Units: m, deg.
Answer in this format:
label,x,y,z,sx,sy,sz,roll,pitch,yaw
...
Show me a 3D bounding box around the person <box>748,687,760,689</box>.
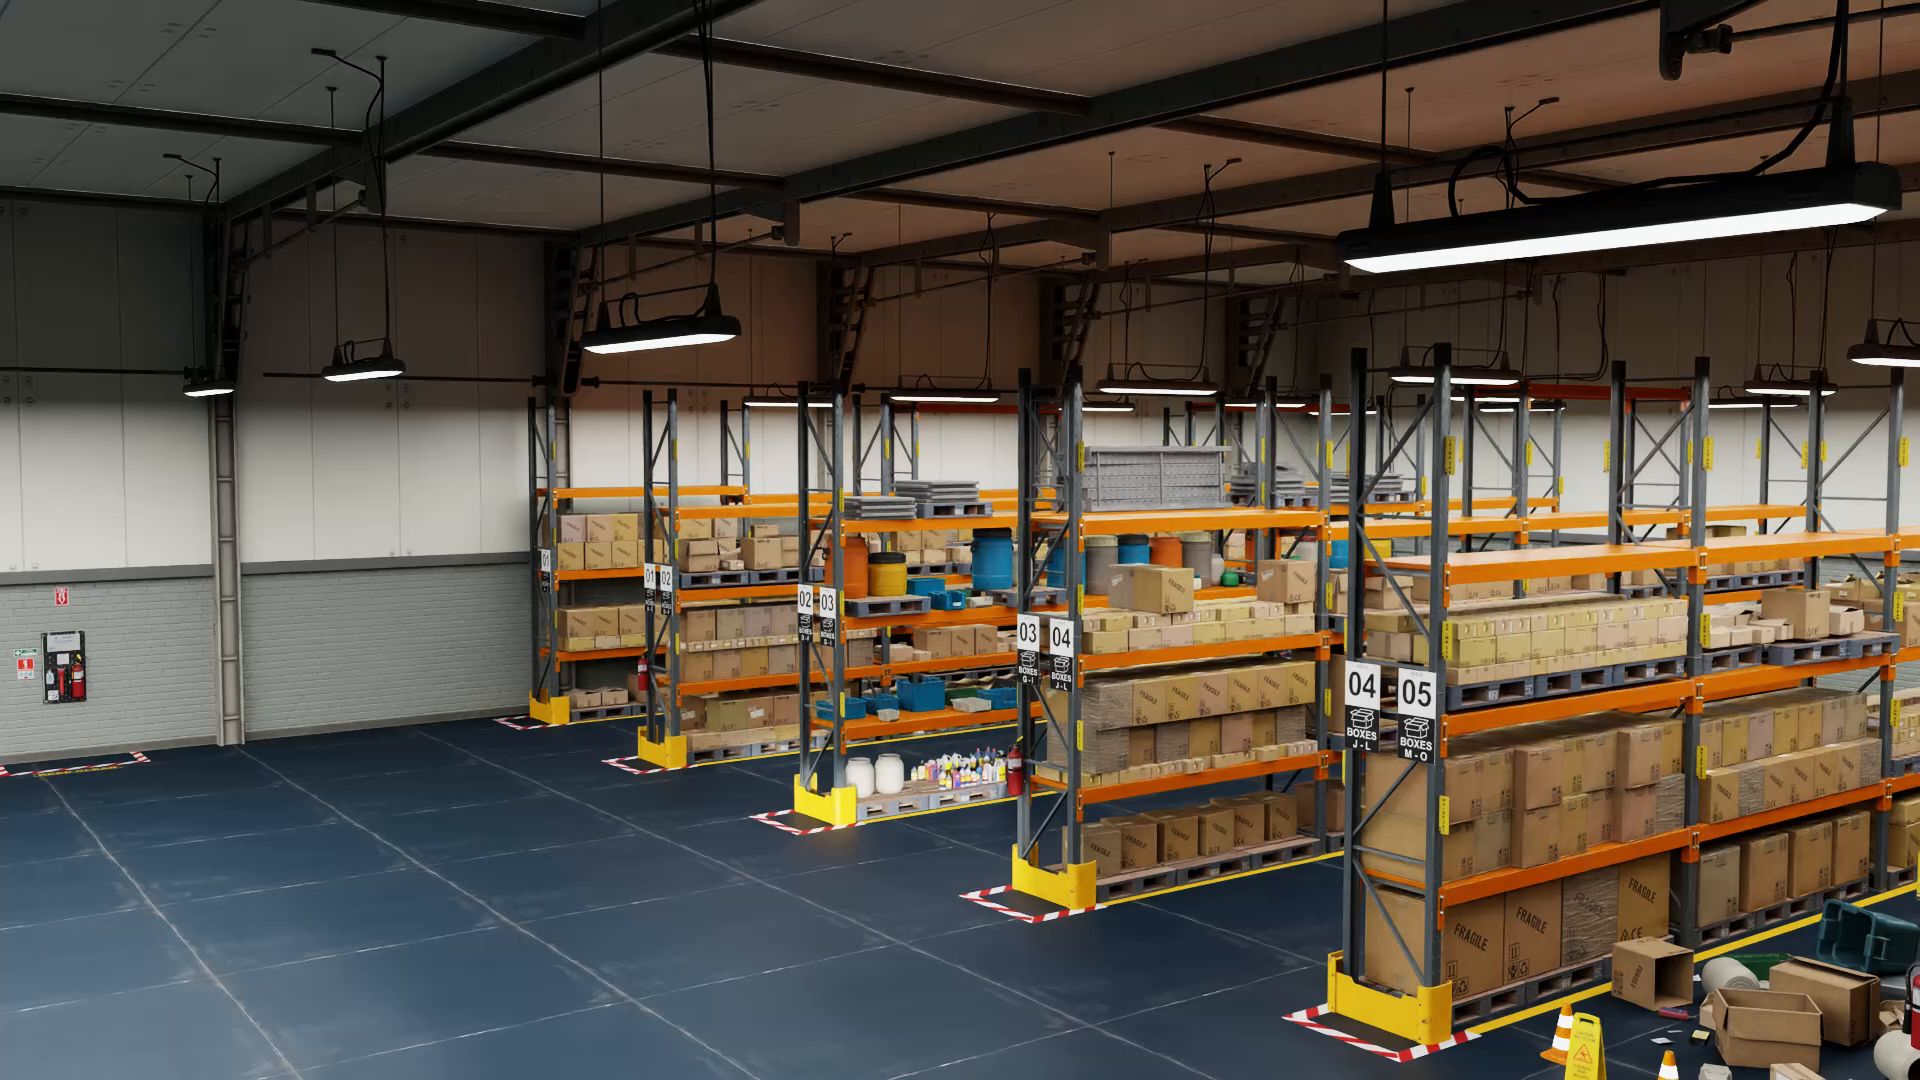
label,x,y,z,sx,sy,sz,roll,pitch,yaw
person,-3.740,2.520,29.686,0.572,1.770,0.616,-2,4,-26
